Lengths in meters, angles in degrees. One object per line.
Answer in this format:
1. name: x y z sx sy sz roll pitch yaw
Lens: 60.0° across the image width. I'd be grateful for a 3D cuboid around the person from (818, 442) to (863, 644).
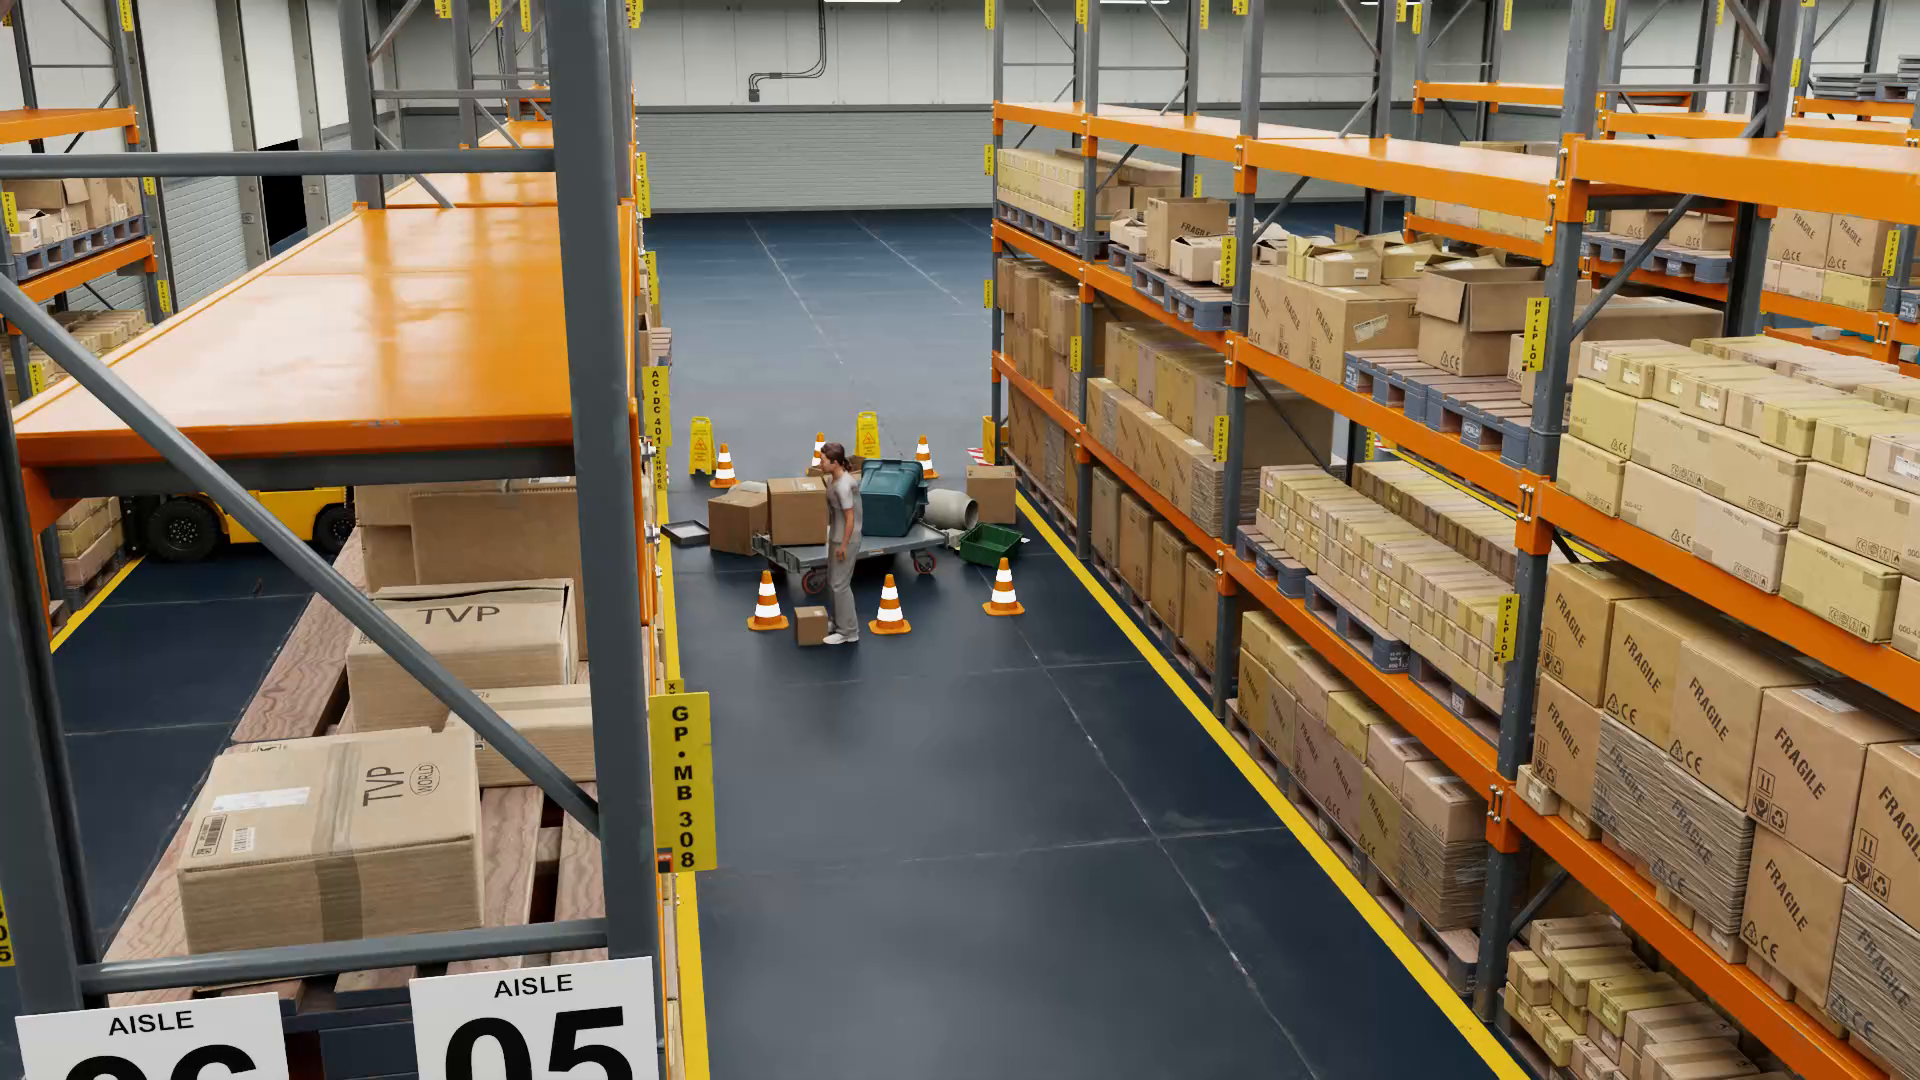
1. person: -0.978 0.008 13.515 0.363 1.671 0.509 -4 17 -14
